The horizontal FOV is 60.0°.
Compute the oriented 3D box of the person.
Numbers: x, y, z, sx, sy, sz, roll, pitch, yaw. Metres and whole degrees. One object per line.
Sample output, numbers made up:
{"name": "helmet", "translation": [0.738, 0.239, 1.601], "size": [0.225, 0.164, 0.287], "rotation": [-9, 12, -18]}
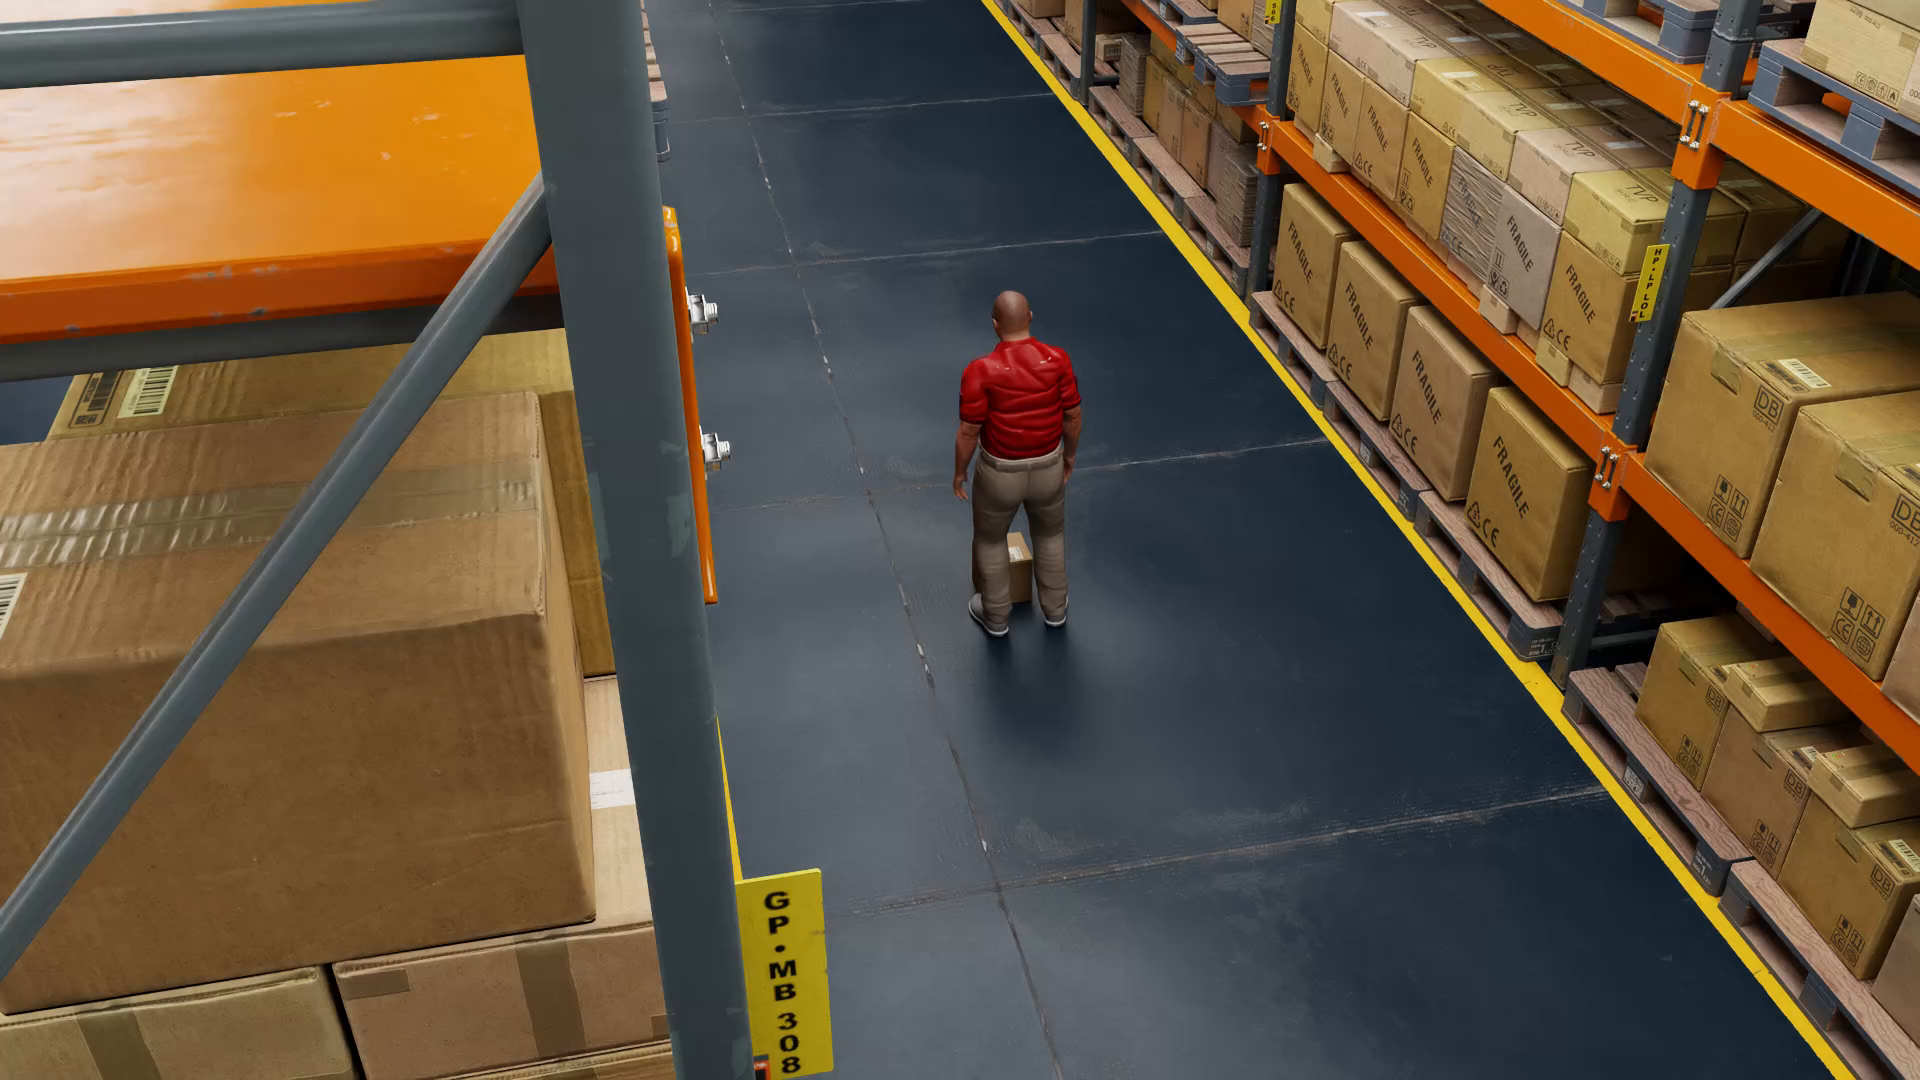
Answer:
{"name": "person", "translation": [0.264, -0.329, 7.639], "size": [0.603, 1.728, 0.384], "rotation": [-9, 35, -12]}
